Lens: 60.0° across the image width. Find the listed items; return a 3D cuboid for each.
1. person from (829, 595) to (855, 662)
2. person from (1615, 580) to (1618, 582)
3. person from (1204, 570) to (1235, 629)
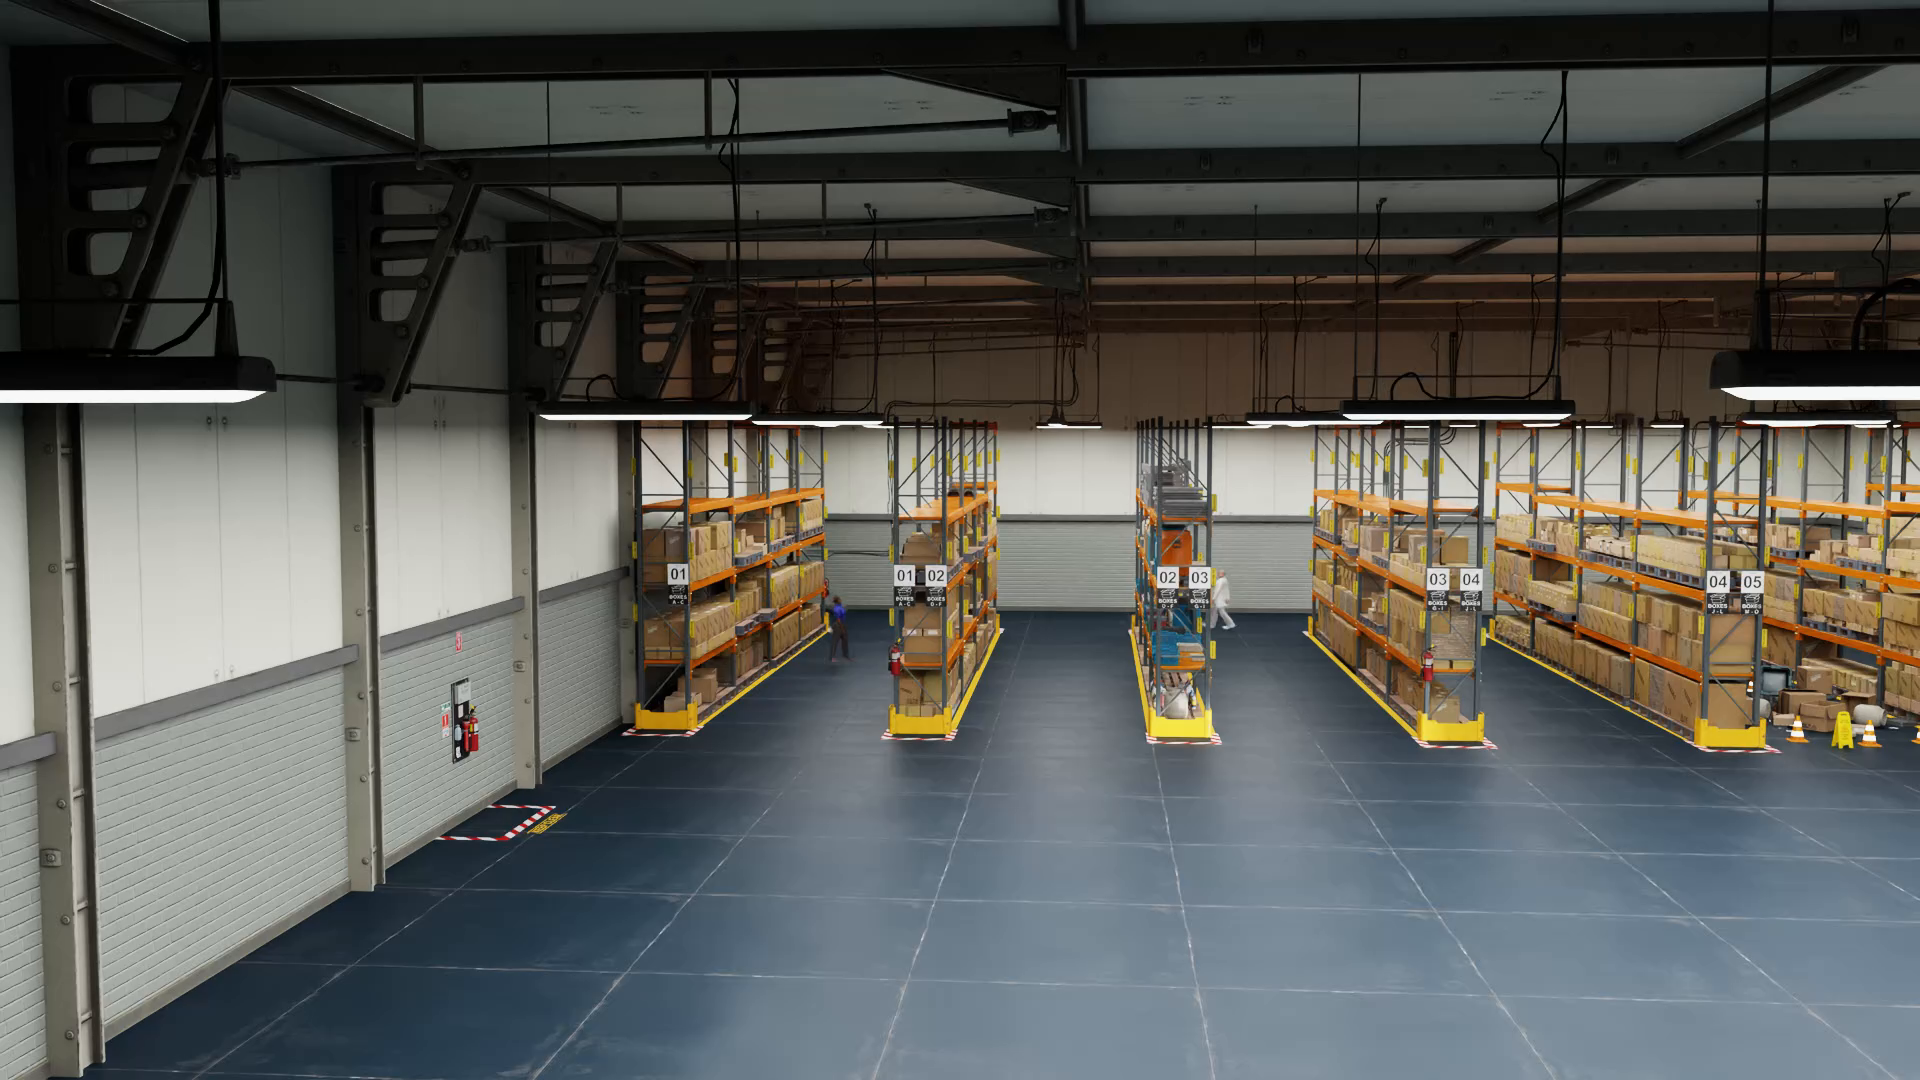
[{"bbox_3d":[-2.906,2.209,40.594,0.504,1.583,0.601,1,4,20],"label":"person"},{"bbox_3d":[17.830,1.904,45.239,0.695,1.677,0.962,-2,4,-32],"label":"person"},{"bbox_3d":[7.528,1.721,48.064,1.140,1.739,0.686,3,5,39],"label":"person"}]
